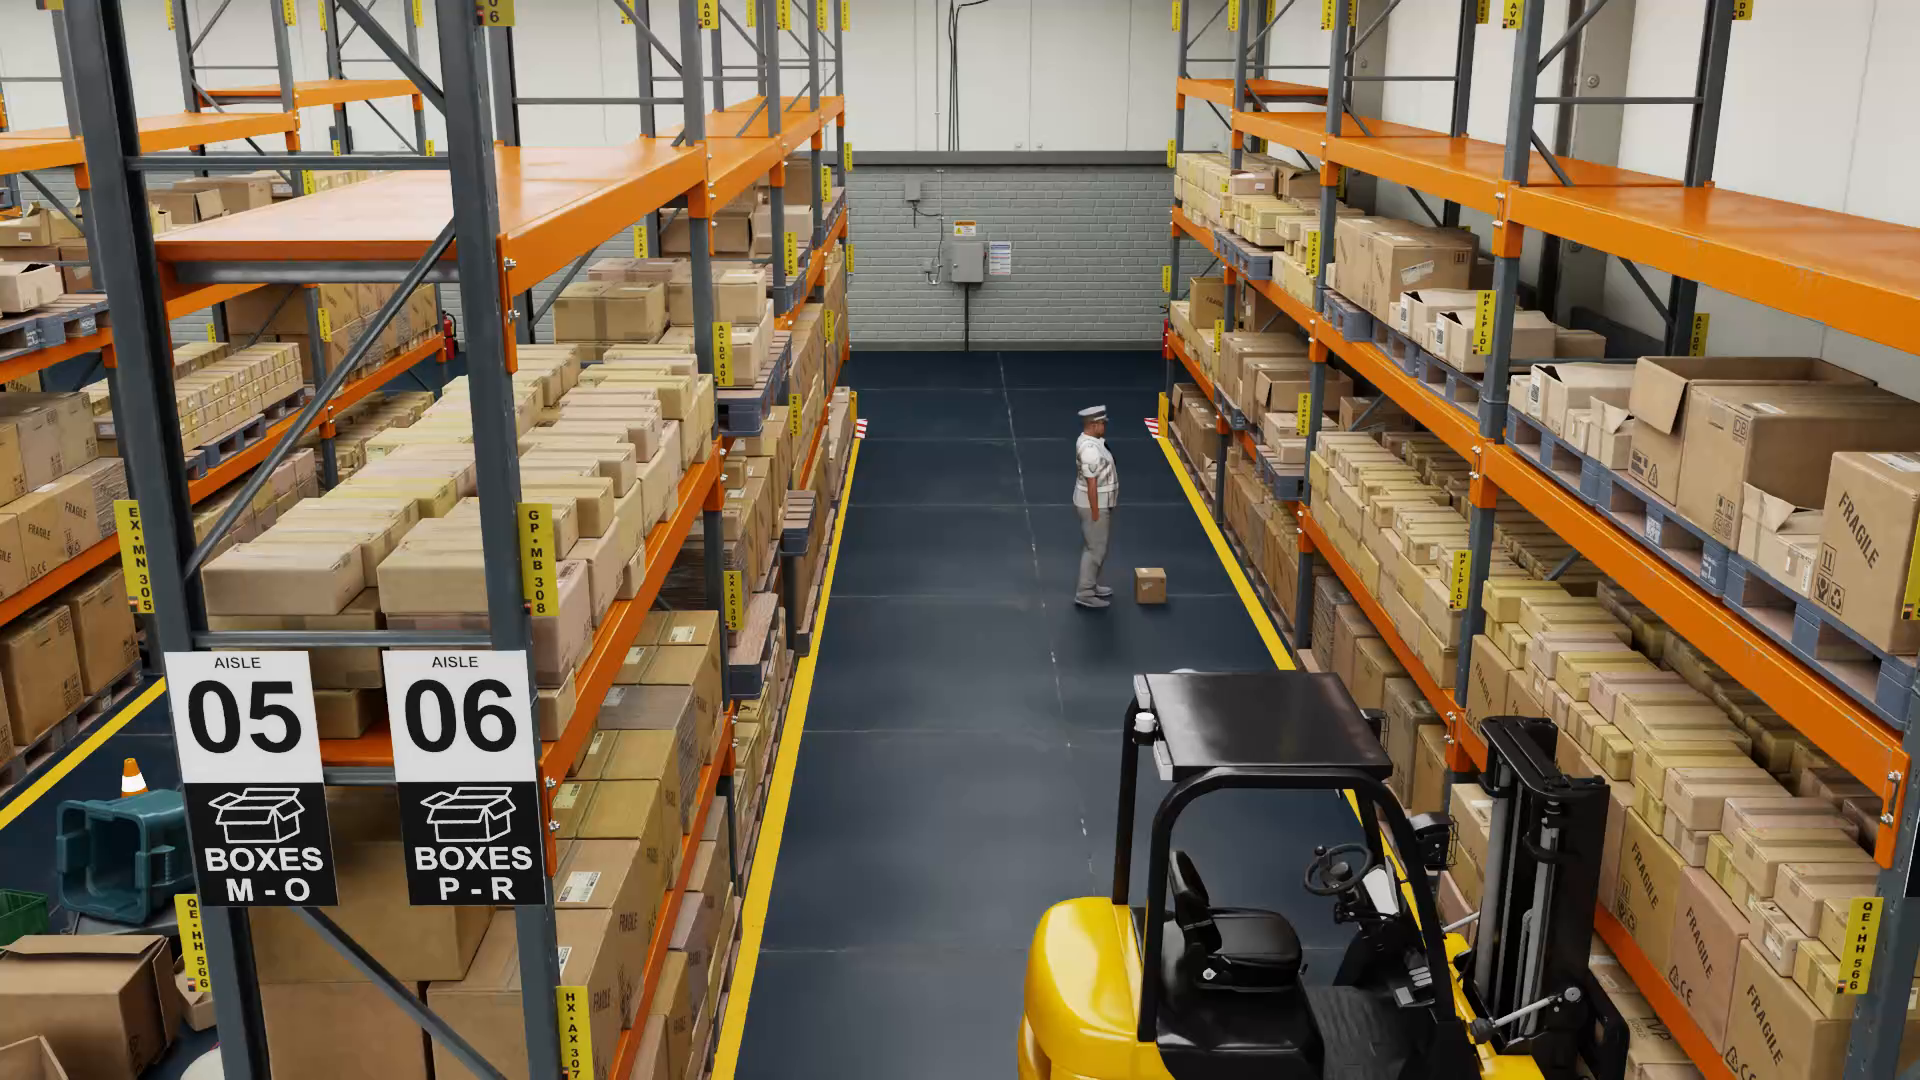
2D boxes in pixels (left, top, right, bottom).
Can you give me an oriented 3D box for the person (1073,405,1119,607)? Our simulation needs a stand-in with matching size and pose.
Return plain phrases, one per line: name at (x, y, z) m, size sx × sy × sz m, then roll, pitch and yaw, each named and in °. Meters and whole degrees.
person at (1.186, -0.303, 14.568) m, size 0.392 × 1.778 × 0.529 m, roll 0°, pitch 17°, yaw 1°
